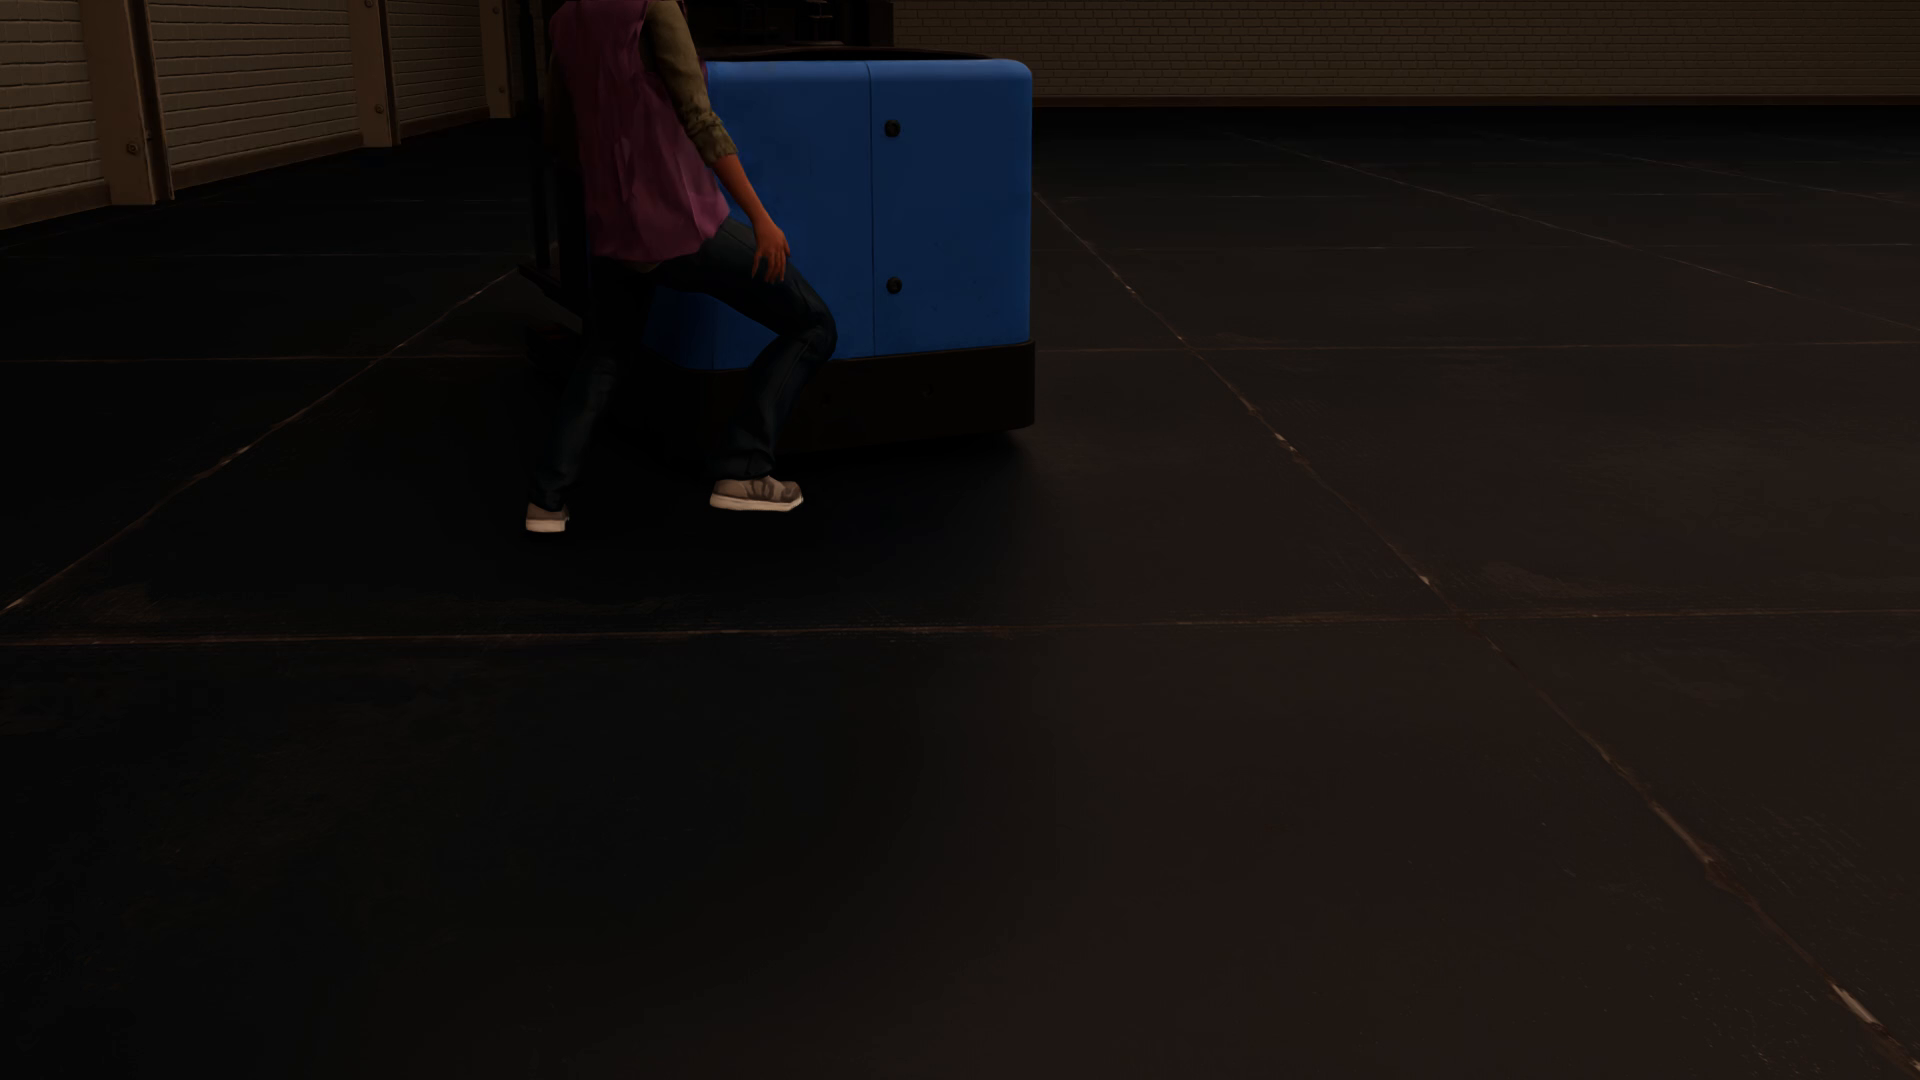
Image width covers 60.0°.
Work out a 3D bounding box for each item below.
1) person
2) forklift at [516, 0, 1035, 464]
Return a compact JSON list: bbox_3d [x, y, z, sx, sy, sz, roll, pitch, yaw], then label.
[{"bbox_3d":[-0.693,-0.726,3.801,0.803,1.491,0.580,14,22,39],"label":"person"},{"bbox_3d":[-0.881,-1.990,5.414,1.130,2.935,3.031,-8,19,-25],"label":"forklift"}]
